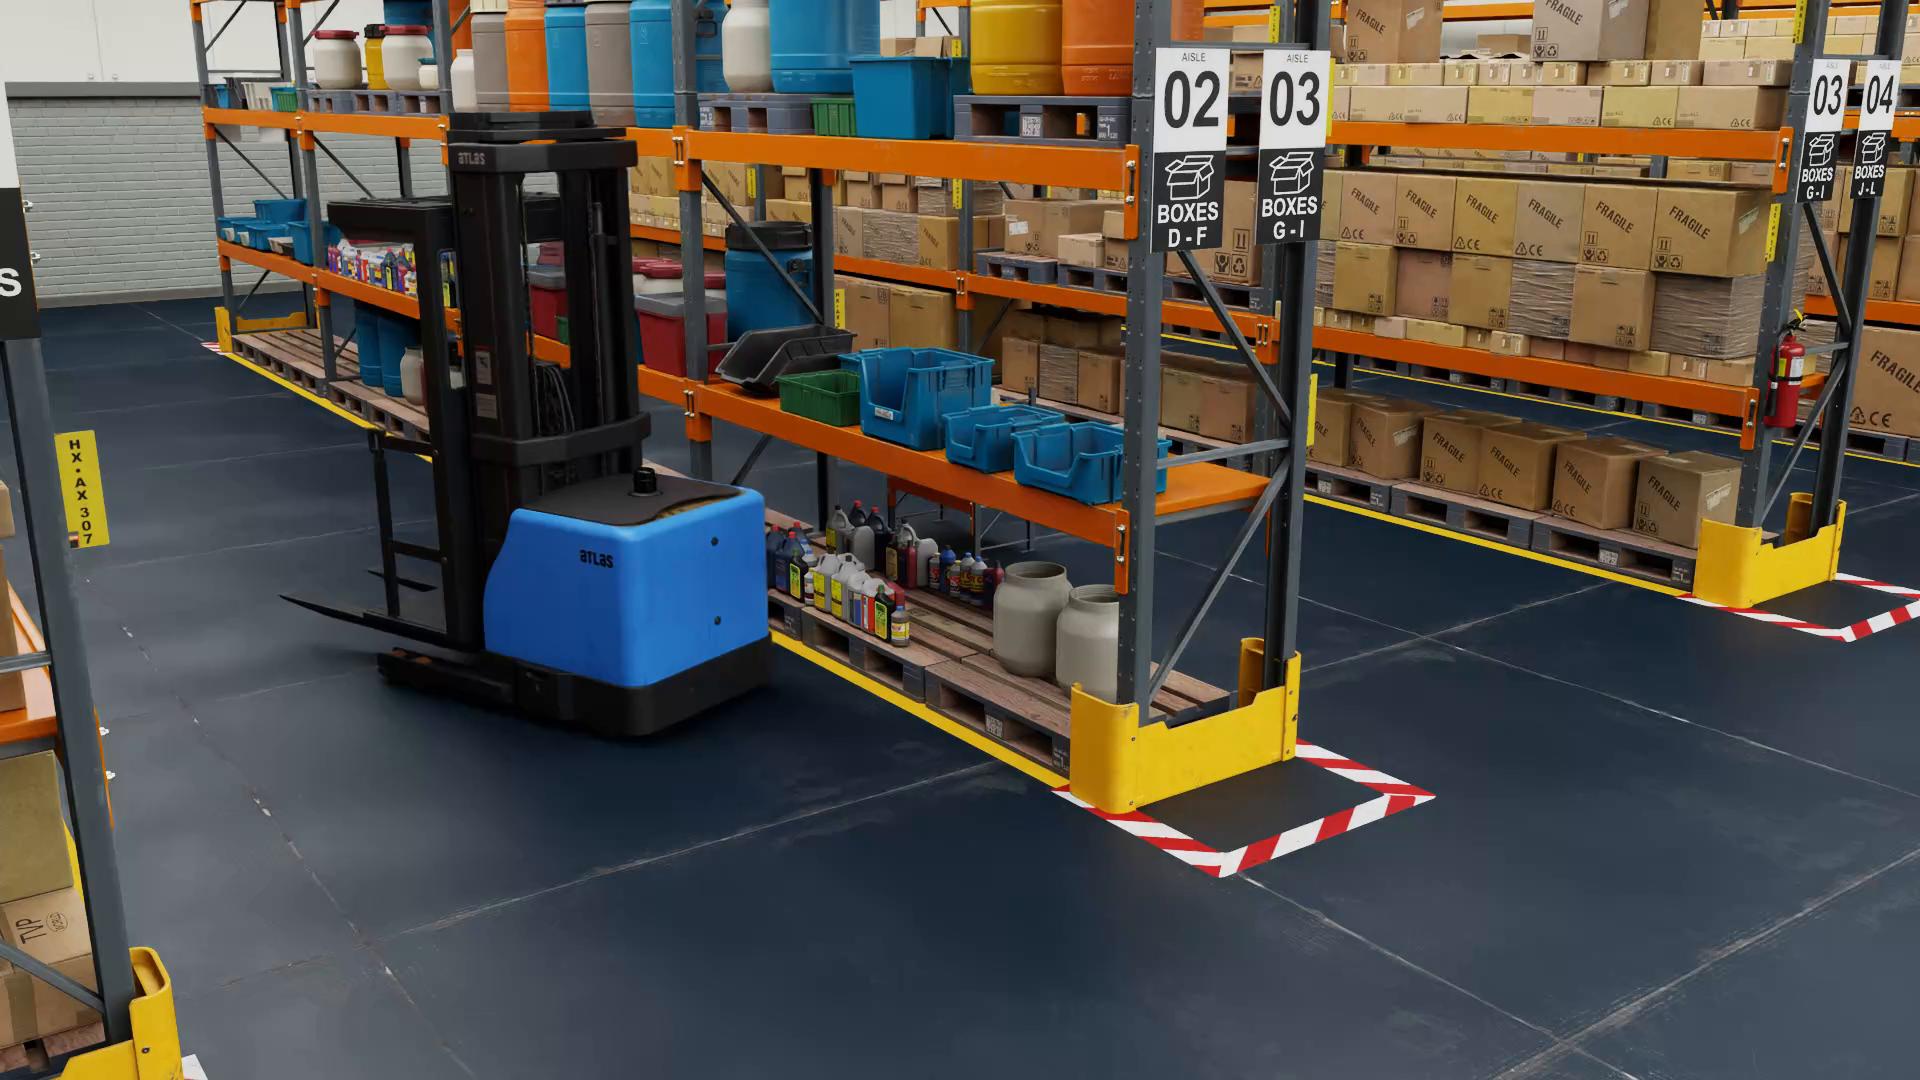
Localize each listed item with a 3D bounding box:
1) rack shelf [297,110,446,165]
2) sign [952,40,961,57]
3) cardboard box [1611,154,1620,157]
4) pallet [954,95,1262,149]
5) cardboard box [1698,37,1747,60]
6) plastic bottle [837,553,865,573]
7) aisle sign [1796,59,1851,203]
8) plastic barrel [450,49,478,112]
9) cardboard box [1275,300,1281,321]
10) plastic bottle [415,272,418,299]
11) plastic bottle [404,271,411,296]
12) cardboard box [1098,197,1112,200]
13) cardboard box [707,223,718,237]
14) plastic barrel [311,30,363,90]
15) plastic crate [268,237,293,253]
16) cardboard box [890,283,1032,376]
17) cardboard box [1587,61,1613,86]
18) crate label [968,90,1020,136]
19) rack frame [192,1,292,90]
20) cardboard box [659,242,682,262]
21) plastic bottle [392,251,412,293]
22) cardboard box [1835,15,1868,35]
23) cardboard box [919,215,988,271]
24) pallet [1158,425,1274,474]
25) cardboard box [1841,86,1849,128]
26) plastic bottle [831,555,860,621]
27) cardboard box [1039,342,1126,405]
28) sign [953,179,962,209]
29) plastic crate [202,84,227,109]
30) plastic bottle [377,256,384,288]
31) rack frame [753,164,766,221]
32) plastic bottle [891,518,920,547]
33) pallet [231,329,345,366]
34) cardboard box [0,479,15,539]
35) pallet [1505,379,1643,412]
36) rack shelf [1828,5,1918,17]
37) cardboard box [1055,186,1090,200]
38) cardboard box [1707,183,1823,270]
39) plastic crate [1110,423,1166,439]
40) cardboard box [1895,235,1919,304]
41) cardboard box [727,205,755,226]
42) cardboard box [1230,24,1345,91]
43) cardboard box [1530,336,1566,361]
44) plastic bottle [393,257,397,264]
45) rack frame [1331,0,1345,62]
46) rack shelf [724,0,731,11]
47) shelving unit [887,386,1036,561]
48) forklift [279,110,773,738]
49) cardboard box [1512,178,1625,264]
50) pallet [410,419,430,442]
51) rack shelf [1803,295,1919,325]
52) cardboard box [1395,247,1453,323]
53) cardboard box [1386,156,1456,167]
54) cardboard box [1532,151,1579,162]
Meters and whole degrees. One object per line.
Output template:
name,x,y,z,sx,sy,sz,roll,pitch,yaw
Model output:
rack shelf,-4.759,-3.602,14.734,1.077,0.370,4.000,-11,19,-35
sign,-0.030,-4.494,15.501,0.100,0.325,0.005,-11,19,-35
cardboard box,10.508,-6.009,26.866,0.700,0.500,0.500,-11,19,-34
pallet,0.713,-1.914,7.563,1.003,0.211,1.213,-11,19,-35
cardboard box,6.908,-4.359,14.873,0.500,0.250,0.500,-11,19,-34
plastic bottle,-0.626,0.220,9.415,0.152,0.276,0.135,-11,19,-35
aisle sign,4.921,-2.329,9.481,0.394,0.787,0.004,-11,19,-35
plastic barrel,-3.648,-3.462,12.648,0.421,0.512,0.421,0,15,0
cardboard box,2.658,-1.776,12.858,0.380,0.149,0.250,-11,19,-35
plastic bottle,-4.584,-2.193,14.150,0.097,0.271,0.097,0,15,0
plastic bottle,-4.755,-2.221,14.387,0.097,0.201,0.097,0,15,0
cardboard box,2.002,-4.372,21.548,0.380,0.149,0.250,-12,19,-37
cardboard box,-2.826,-3.756,20.092,0.380,0.149,0.250,-10,18,-34
plastic barrel,-5.828,-4.493,15.574,0.433,0.535,0.433,0,15,0
plastic crate,-7.202,-3.156,17.811,0.293,0.136,0.466,-11,19,-35
cardboard box,0.034,-2.172,17.059,1.225,0.875,0.875,-12,19,-37
cardboard box,4.192,-2.950,10.520,0.380,0.149,0.250,-11,19,-34
crate label,0.287,-2.193,8.505,0.502,0.251,0.408,-11,19,-35
rack frame,-8.287,-6.677,18.925,1.000,3.000,0.127,-11,19,-35
cardboard box,-3.304,-3.411,21.586,0.875,0.875,0.875,-11,19,-35
plastic bottle,-4.898,-2.356,14.595,0.144,0.351,0.185,-11,19,-35
cardboard box,7.535,-4.297,13.891,0.380,0.149,0.250,-11,19,-35
cardboard box,-0.067,-2.959,16.515,0.500,0.500,0.500,-10,18,-33
pallet,2.316,-0.811,14.138,1.003,0.211,1.213,-11,19,-35
cardboard box,5.053,-2.653,10.189,0.500,0.250,0.500,-10,18,-33
plastic bottle,-0.622,0.252,9.157,0.144,0.351,0.185,-10,18,-32
cardboard box,1.170,-1.594,15.619,0.700,0.500,0.500,-13,20,-39
sign,-0.024,-3.315,15.814,0.100,0.325,0.005,-11,19,-35
plastic crate,-8.286,-5.041,18.879,0.497,0.269,0.590,-11,19,-35
plastic bottle,-5.187,-2.412,14.950,0.097,0.271,0.097,0,15,0
rack frame,-1.929,-3.698,19.405,1.000,3.000,0.127,-11,19,-35
plastic bottle,-0.317,0.047,9.905,0.144,0.351,0.185,-11,19,-35
pallet,-7.833,-2.256,19.419,1.003,0.211,1.213,-11,19,-35
cardboard box,-2.945,-0.077,4.757,0.380,0.149,0.250,-11,19,-35
pallet,6.332,-1.546,16.825,1.003,0.211,1.213,-11,19,-35
rack shelf,13.628,-7.080,22.517,1.077,0.370,4.000,-11,19,-35
cardboard box,1.630,-4.697,22.303,0.500,0.500,0.500,-11,19,-34
cardboard box,5.024,-1.969,10.442,0.500,0.500,0.500,-11,19,-35
plastic crate,0.855,-0.480,8.149,0.298,0.136,0.250,-11,19,-35
cardboard box,8.375,-2.281,13.945,0.875,0.550,0.550,-11,19,-35
cardboard box,-2.400,-3.822,19.581,0.500,0.250,0.500,-11,19,-36
cardboard box,2.579,-3.804,13.121,0.797,0.503,0.637,-12,19,-37
cardboard box,4.044,-1.307,11.147,0.380,0.149,0.250,-11,19,-35
plastic bottle,-4.976,-2.360,14.739,0.061,0.283,0.133,-11,19,-35
rack frame,4.495,-6.486,18.226,1.000,3.000,0.127,-11,19,-35
rack shelf,-3.104,-6.479,20.321,1.077,0.370,4.000,-11,19,-35
shelving unit,-0.004,-0.544,11.433,0.538,1.125,1.048,-11,19,-35
forklift,-2.485,-0.739,8.723,3.031,2.935,1.130,10,18,32
cardboard box,4.013,-2.101,10.925,0.500,0.500,0.500,-11,19,-35
pallet,-4.080,-0.892,14.435,1.003,0.211,1.213,-11,19,-35
rack shelf,8.023,-1.964,14.432,1.077,0.370,4.000,-11,19,-35
cardboard box,3.631,-1.872,11.981,0.875,0.500,0.500,-11,19,-35
cardboard box,5.049,-3.917,18.123,0.700,0.500,0.500,-11,19,-35
cardboard box,7.924,-4.982,22.014,0.500,0.500,0.500,-11,19,-36
